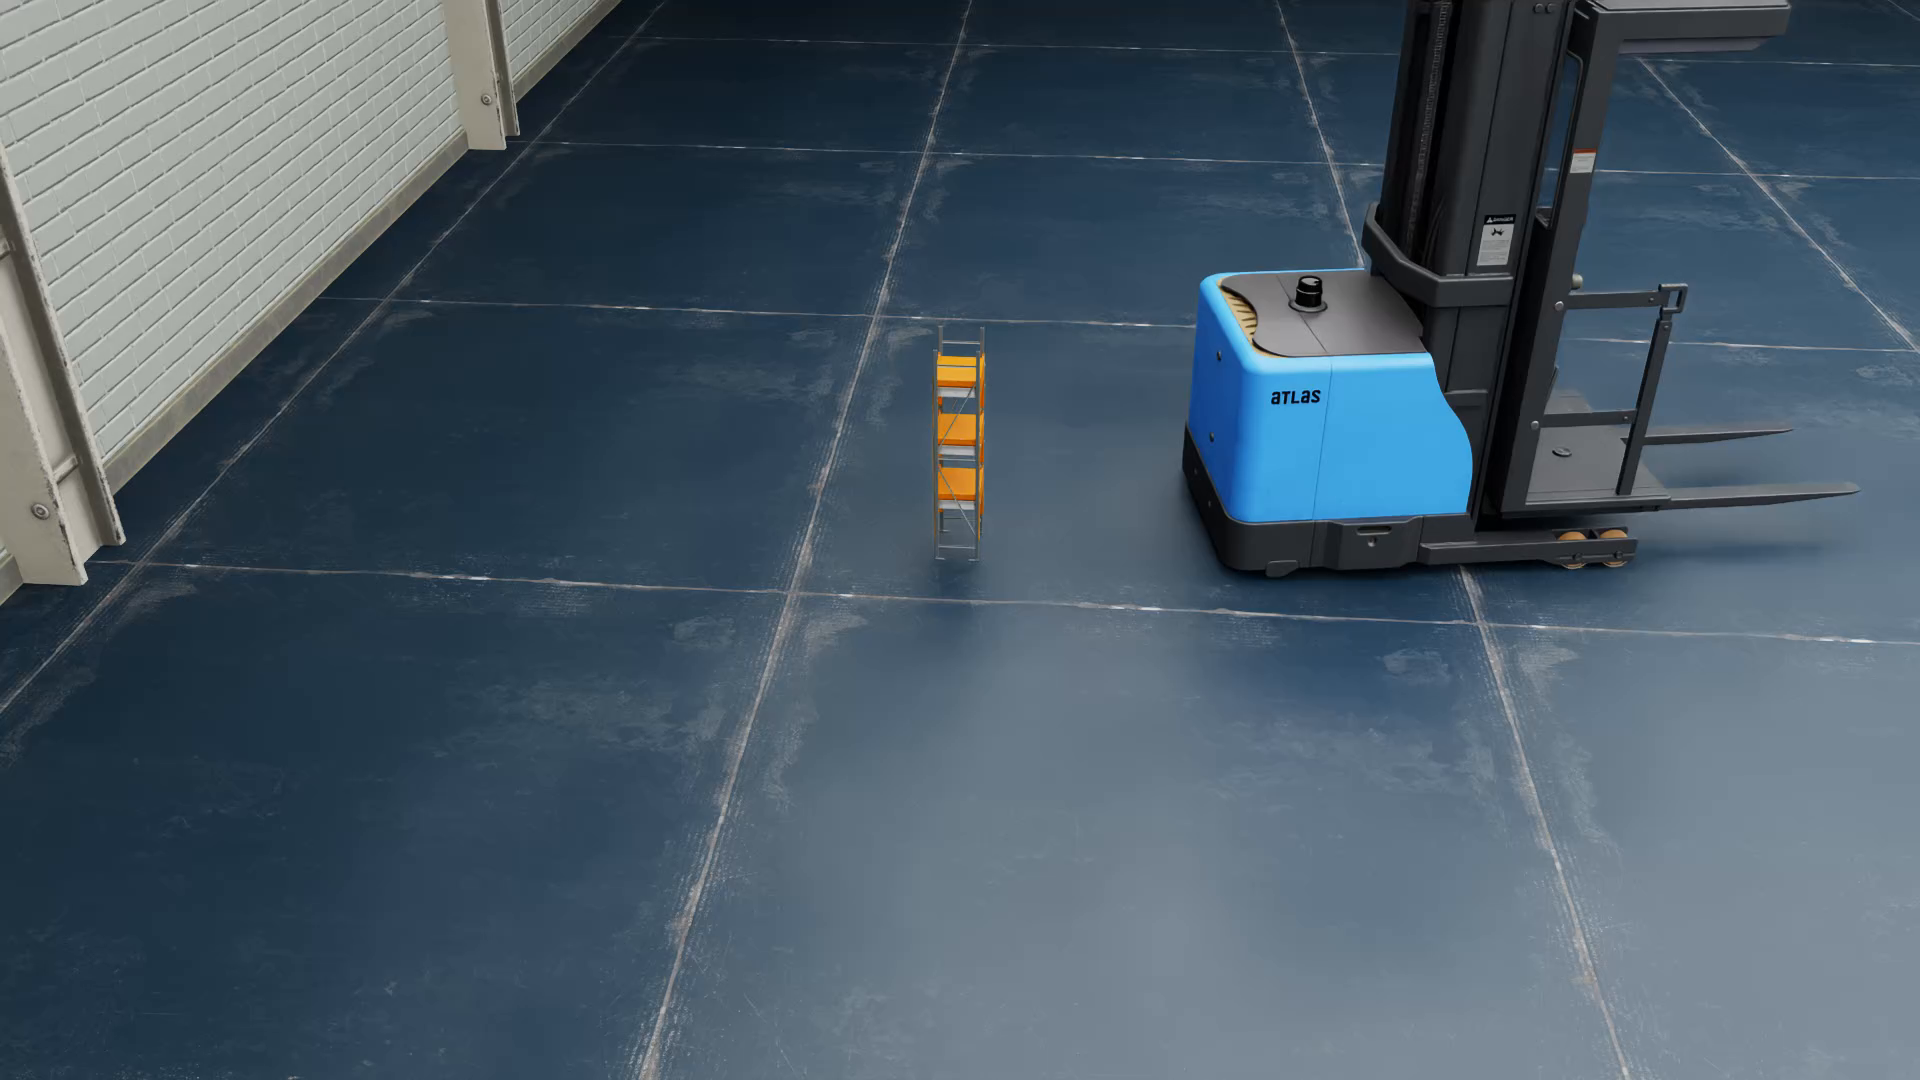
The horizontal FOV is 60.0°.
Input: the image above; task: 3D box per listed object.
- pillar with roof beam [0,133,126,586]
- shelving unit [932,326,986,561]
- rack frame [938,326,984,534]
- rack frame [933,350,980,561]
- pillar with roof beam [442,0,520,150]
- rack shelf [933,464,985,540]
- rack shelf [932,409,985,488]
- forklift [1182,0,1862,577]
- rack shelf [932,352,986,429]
[{"bbox_3d":[0.235,-3.554,4.940,9.100,9.000,0.400,2,32,4],"label":"pillar with roof beam"},{"bbox_3d":[-0.004,-0.419,7.429,0.215,1.050,0.252,2,32,4],"label":"shelving unit"},{"bbox_3d":[0.006,-0.483,7.533,0.200,1.050,0.008,2,32,4],"label":"rack frame"},{"bbox_3d":[-0.014,-0.355,7.326,0.200,1.050,0.008,2,32,4],"label":"rack frame"},{"bbox_3d":[0.724,-6.692,10.031,9.100,9.000,0.400,2,32,4],"label":"pillar with roof beam"},{"bbox_3d":[-0.004,-0.173,7.581,0.215,0.259,0.240,2,32,4],"label":"rack shelf"},{"bbox_3d":[-0.004,-0.410,7.435,0.215,0.259,0.240,2,32,4],"label":"rack shelf"},{"bbox_3d":[2.641,-1.391,7.214,3.031,2.935,1.130,-3,32,-4],"label":"forklift"},{"bbox_3d":[-0.004,-0.652,7.286,0.215,0.259,0.240,2,32,4],"label":"rack shelf"}]
